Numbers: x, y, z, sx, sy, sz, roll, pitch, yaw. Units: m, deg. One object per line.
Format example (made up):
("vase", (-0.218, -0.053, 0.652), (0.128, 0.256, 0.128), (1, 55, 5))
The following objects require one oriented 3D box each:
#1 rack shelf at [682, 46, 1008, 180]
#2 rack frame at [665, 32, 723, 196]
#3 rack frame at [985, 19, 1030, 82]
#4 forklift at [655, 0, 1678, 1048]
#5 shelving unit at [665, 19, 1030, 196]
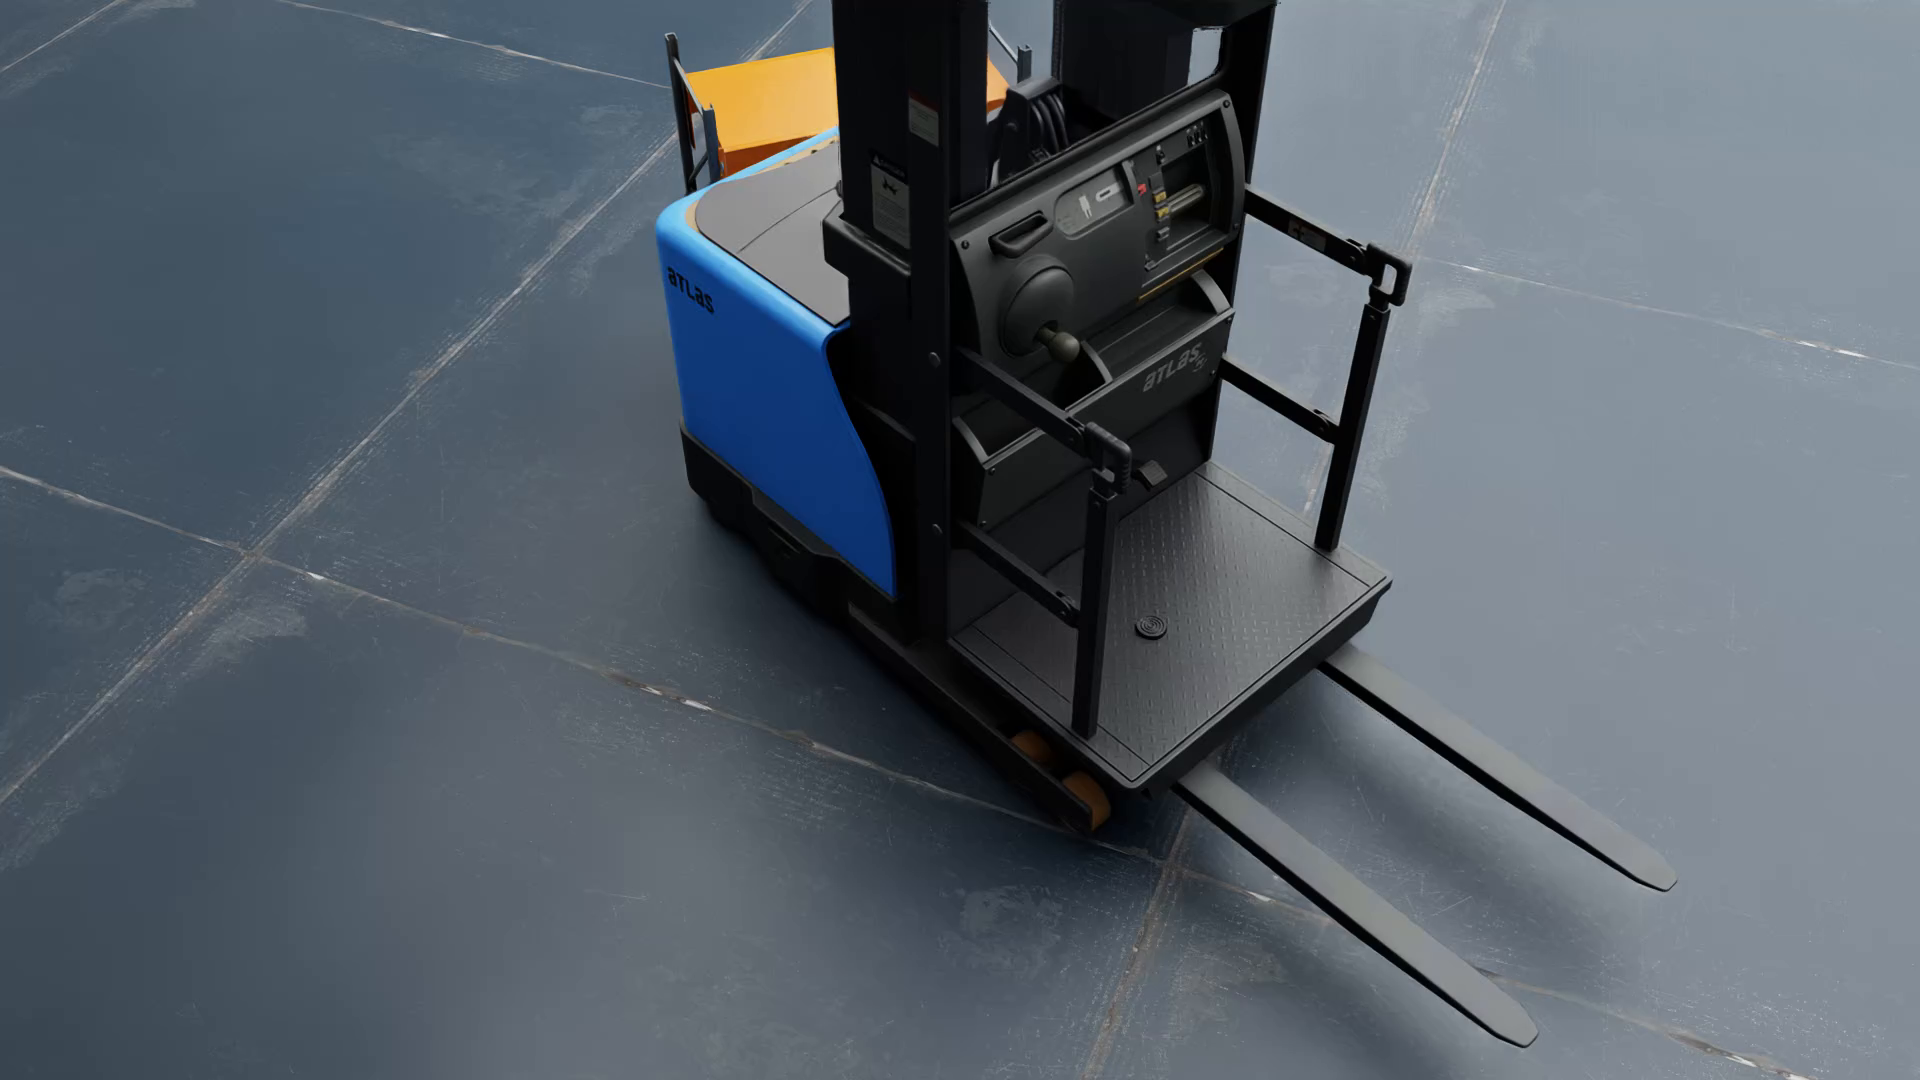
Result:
("rack shelf", (-0.358, -1.379, 5.424), (1.000, 0.278, 0.538), (-15, 47, -15))
("rack frame", (-0.833, -1.044, 5.501), (0.032, 1.125, 0.500), (-15, 47, -15))
("rack frame", (0.117, -1.300, 5.759), (0.032, 1.125, 0.500), (-15, 47, -15))
("forklift", (0.496, -0.669, 3.844), (1.130, 2.935, 3.031), (-33, 54, -29))
("shelving unit", (-0.358, -1.172, 5.630), (1.048, 1.125, 0.538), (-15, 47, -15))
